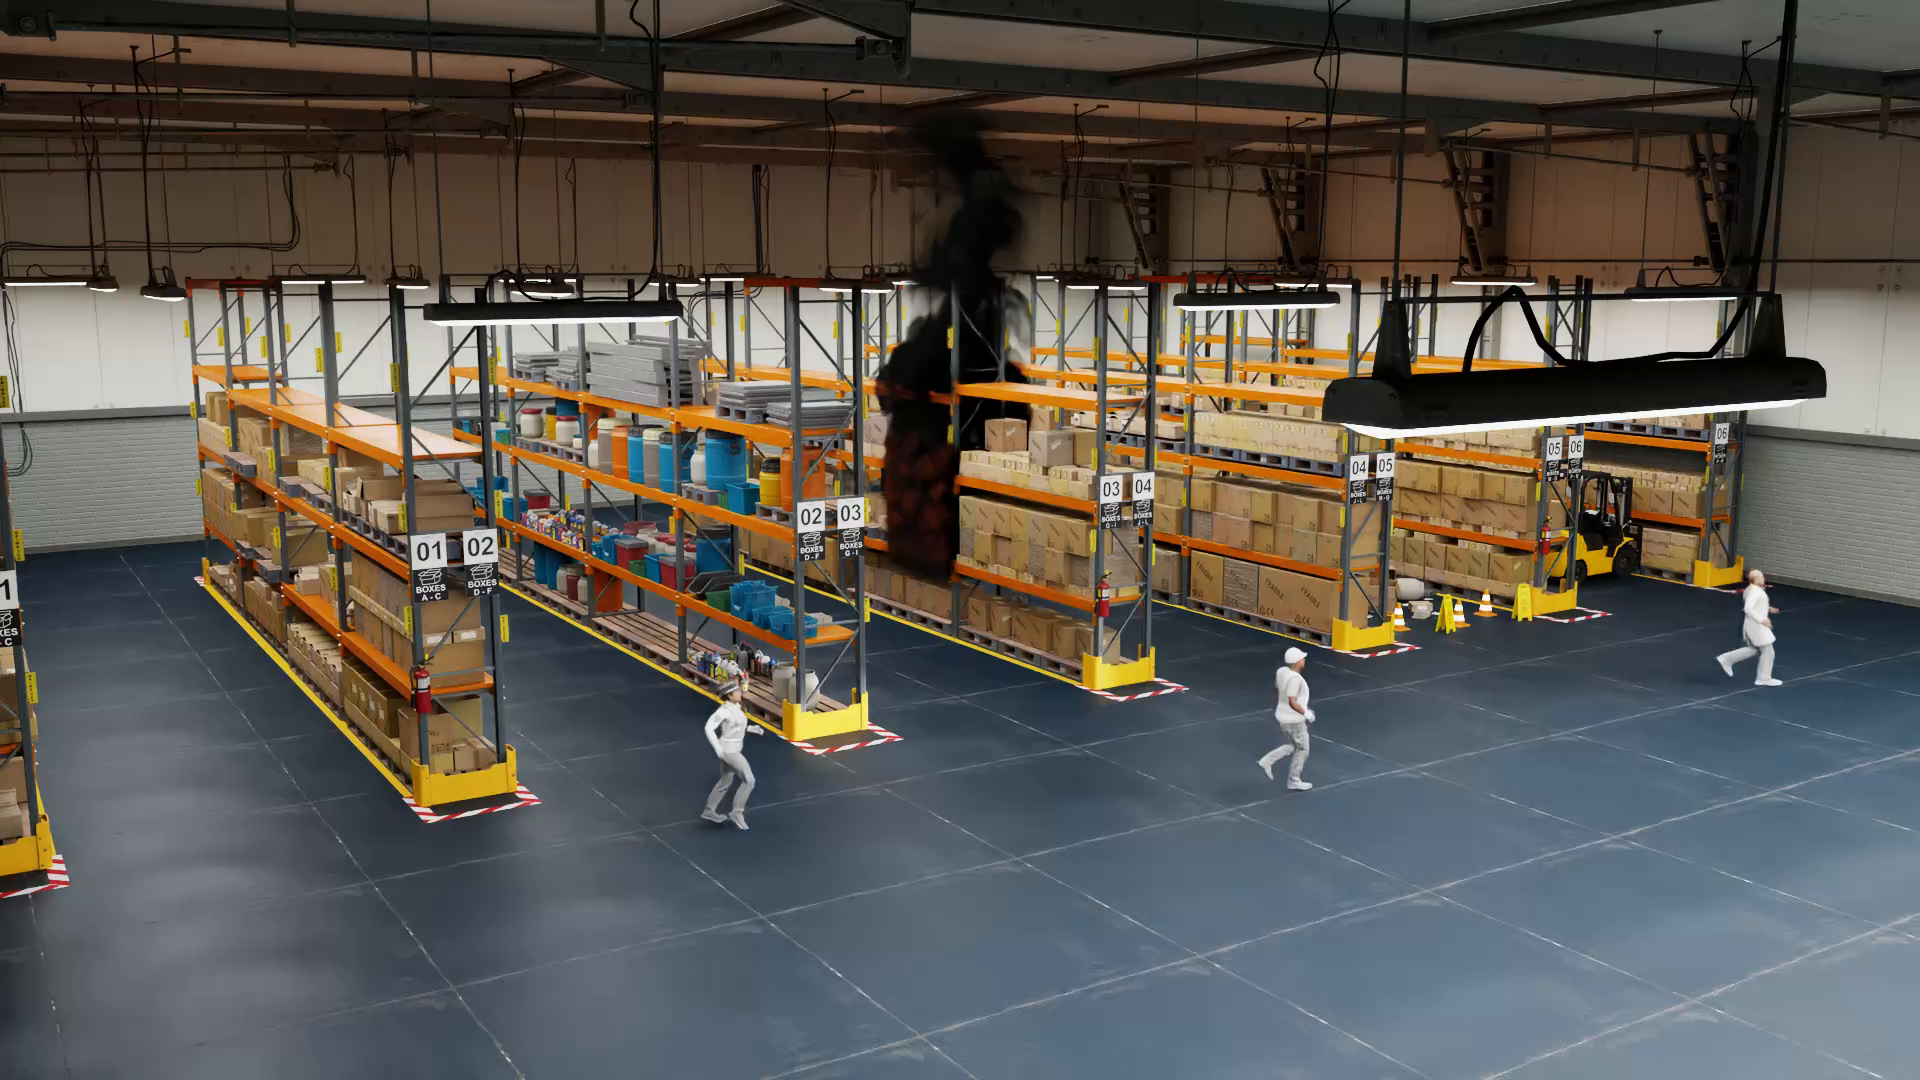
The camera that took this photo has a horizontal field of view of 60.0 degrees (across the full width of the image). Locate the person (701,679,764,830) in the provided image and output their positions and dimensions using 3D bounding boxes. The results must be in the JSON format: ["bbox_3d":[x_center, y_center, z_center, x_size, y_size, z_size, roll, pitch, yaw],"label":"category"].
[{"bbox_3d":[-2.561,2.407,18.717,0.701,1.739,0.601,0,10,-2],"label":"person"}]

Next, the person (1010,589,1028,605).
[{"bbox_3d":[1.189,0.359,30.652,0.689,1.781,0.666,-7,12,-35],"label":"person"}]

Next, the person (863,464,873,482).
[{"bbox_3d":[-2.399,-1.507,42.107,0.783,1.598,0.643,1,10,6],"label":"person"}]

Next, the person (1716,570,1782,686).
[{"bbox_3d":[11.902,1.312,24.955,0.916,1.747,0.720,2,10,14],"label":"person"}]

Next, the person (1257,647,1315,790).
[{"bbox_3d":[3.941,2.150,19.966,0.651,1.747,0.694,-1,10,-5],"label":"person"}]
